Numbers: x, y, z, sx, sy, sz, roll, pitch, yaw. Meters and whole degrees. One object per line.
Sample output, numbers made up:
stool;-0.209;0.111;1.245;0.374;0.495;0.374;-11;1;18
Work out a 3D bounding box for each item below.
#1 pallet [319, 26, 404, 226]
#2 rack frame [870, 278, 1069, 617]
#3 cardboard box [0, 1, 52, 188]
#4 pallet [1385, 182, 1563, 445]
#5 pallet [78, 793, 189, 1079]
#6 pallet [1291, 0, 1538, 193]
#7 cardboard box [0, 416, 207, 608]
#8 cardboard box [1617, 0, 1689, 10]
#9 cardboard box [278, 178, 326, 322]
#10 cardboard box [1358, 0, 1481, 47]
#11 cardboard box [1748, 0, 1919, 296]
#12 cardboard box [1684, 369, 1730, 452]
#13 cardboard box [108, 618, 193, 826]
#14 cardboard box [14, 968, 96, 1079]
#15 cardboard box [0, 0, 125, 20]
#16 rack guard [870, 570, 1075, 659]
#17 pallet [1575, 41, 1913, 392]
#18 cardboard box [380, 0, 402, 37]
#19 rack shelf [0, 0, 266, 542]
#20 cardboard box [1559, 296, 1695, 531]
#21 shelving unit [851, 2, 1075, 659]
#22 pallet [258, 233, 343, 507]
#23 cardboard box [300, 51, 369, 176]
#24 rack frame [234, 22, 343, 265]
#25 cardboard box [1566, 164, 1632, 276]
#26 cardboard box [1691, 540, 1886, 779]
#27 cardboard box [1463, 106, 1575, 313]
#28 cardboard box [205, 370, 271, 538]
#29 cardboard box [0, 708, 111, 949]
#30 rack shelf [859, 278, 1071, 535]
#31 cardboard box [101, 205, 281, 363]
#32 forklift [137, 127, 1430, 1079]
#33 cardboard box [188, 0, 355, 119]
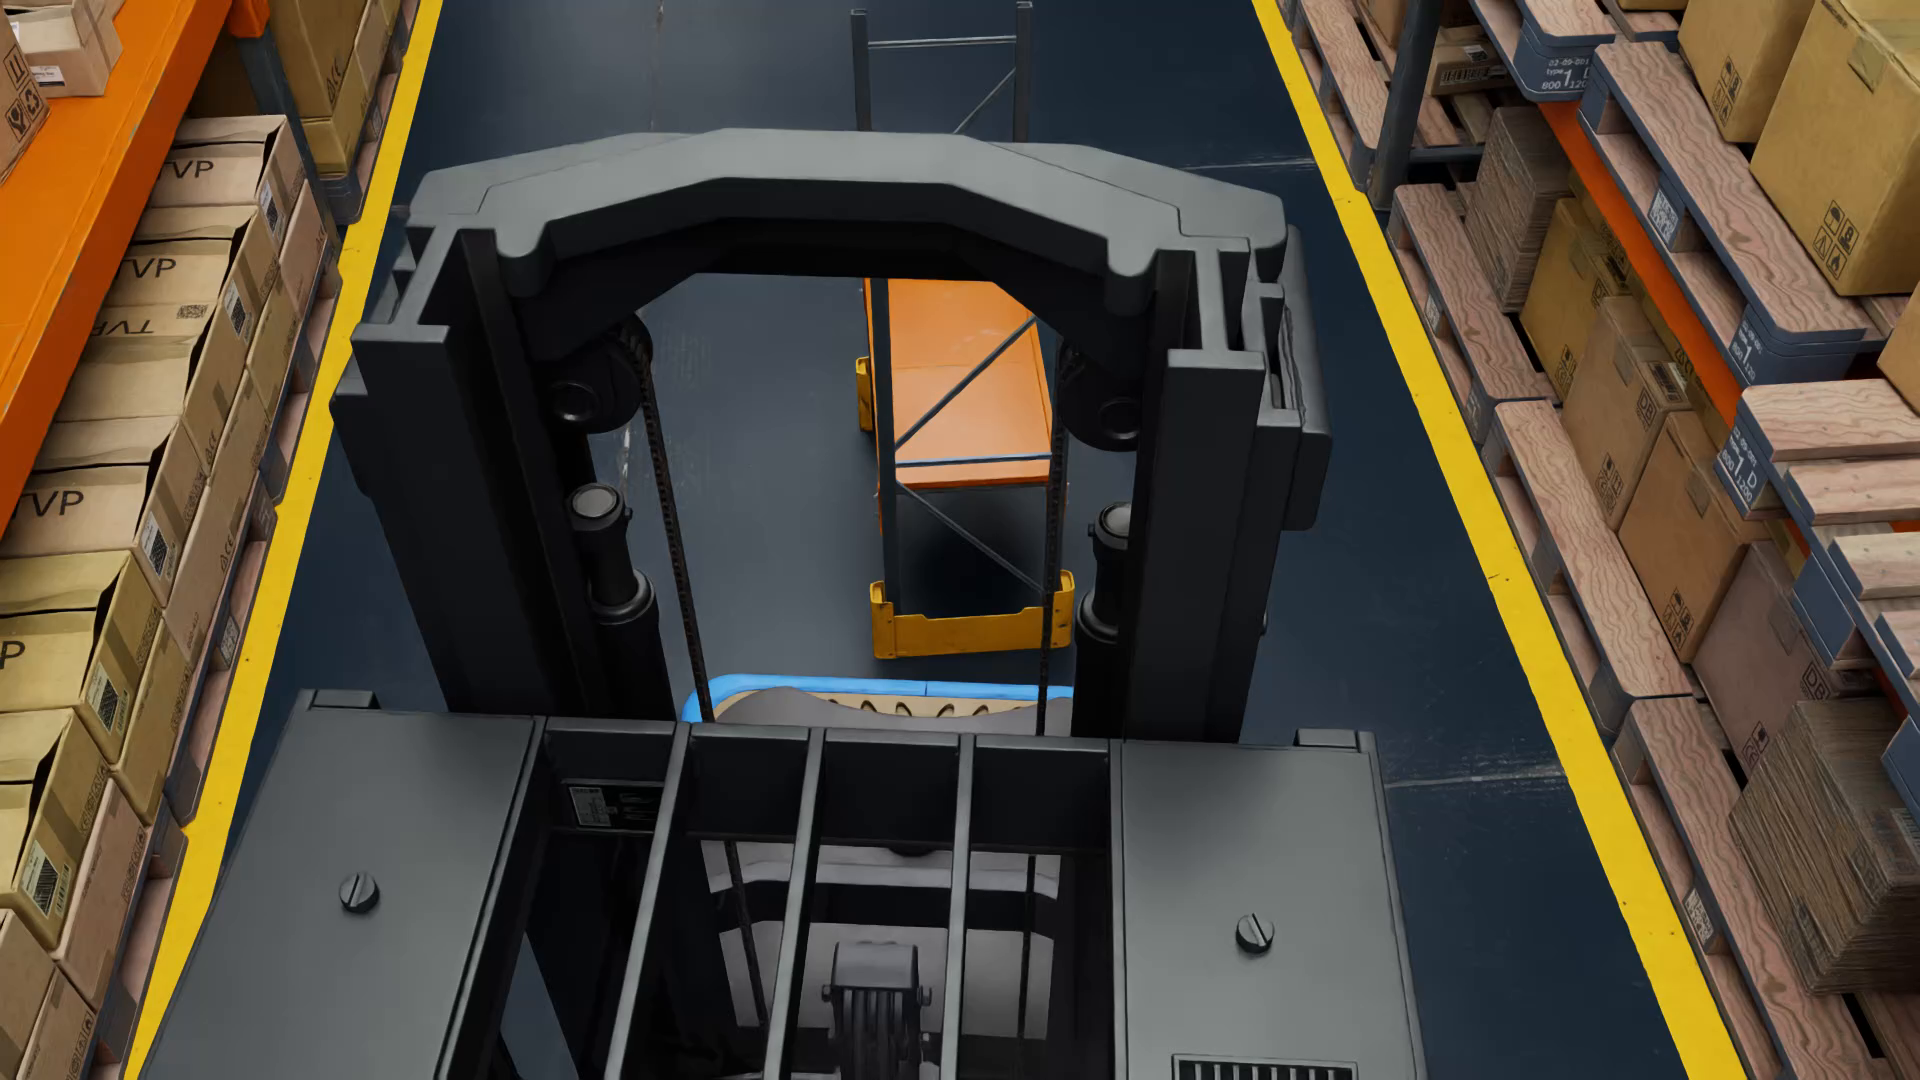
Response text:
pallet;-2.859;-1.690;6.705;1.003;0.211;1.213;-3;47;-3
rack frame;0.035;-0.210;4.416;0.500;1.500;0.032;-3;47;-3
cardboard box;-2.742;-1.168;4.221;0.500;0.500;0.500;0;47;0
pallet;2.169;-0.853;5.912;1.003;0.211;1.213;-3;47;-3
pallet;-2.529;1.184;3.983;1.003;0.211;1.213;-3;47;-3
pallet;2.011;-1.900;6.904;1.003;0.211;1.213;-3;47;-3
cardboard box;-2.387;-0.086;4.484;0.500;0.311;0.500;-4;47;-4
cardboard box;2.150;-1.786;4.503;0.700;0.500;0.500;1;47;1
cardboard box;-2.510;-0.988;5.724;0.500;0.250;0.500;-4;47;-4
cardboard box;1.975;-2.415;6.890;0.500;0.500;0.500;-7;47;-6
cardboard box;2.261;-0.906;3.670;0.700;0.500;0.500;-3;47;-3
cardboard box;2.291;-0.336;4.405;0.500;0.250;0.500;-4;47;-3
cardboard box;-2.343;0.488;4.327;0.500;0.250;0.500;-5;47;-4
cardboard box;-2.250;1.227;3.626;0.500;0.250;0.500;-4;47;-3
cardboard box;-2.749;-1.666;4.865;0.500;0.250;0.500;-1;47;-1
rack guard;0.035;0.219;4.870;0.587;0.250;0.087;-3;47;-3
pallet;2.230;-0.845;4.116;1.003;0.211;1.213;-3;47;-3
cardboard box;-2.644;-2.348;7.012;0.500;0.250;0.500;-3;47;-3
rack shelf;-2.666;-0.377;4.036;1.077;0.370;4.000;-3;47;-3
cardboard box;2.276;-0.393;4.975;0.700;0.500;0.500;-3;47;-3
shelving unit;-0.006;-0.571;4.758;0.587;1.500;1.083;-3;47;-3
pallet;-2.733;-0.582;5.655;1.003;0.211;1.213;-3;47;-3
cardboard box;-2.571;-1.624;6.327;0.500;0.250;0.500;-3;47;-3
rack frame;-2.834;-2.071;5.146;1.000;3.000;0.127;-3;47;-3
cardboard box;2.221;-1.075;5.104;0.500;0.250;0.500;-4;47;-4
cardboard box;2.397;0.330;4.290;0.700;0.500;0.500;-4;47;-3
cardboard box;2.180;-1.135;5.678;0.700;0.500;0.500;-2;47;-2
cardboard box;-2.426;-0.251;5.027;0.500;0.250;0.500;-3;47;-2
cardboard box;-2.303;0.655;3.782;0.500;0.311;0.500;-5;47;-4
rack shelf;-0.007;-0.454;4.895;0.538;0.185;1.000;-3;47;-3
cardboard box;-2.464;-0.811;5.171;0.500;0.311;0.500;-2;47;-2
forklift;-0.144;1.097;2.193;1.130;2.935;3.031;2;47;2
cardboard box;-2.561;-1.882;6.055;0.500;0.500;0.500;-3;47;-3
